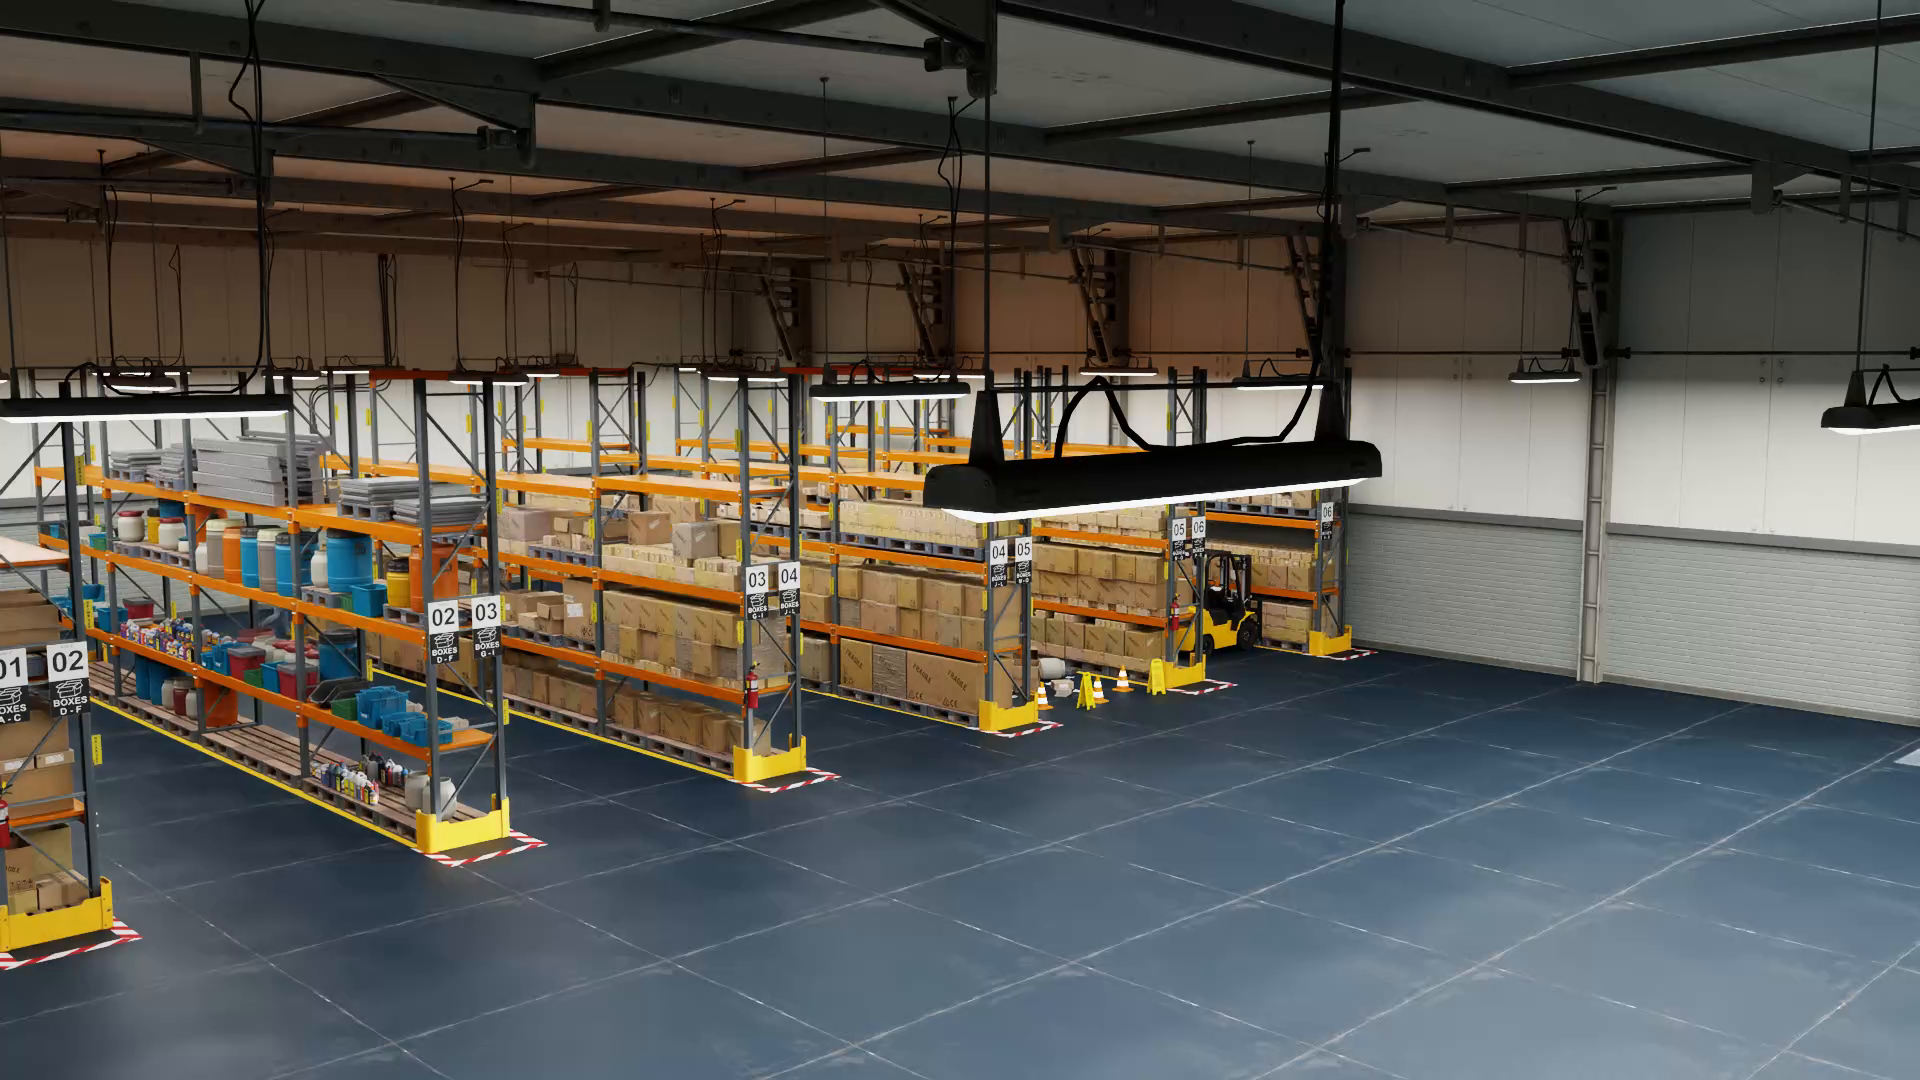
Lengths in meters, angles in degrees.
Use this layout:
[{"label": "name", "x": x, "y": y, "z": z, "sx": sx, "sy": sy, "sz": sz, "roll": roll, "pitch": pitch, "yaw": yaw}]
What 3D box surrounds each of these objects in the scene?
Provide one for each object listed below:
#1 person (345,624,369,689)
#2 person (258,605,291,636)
[{"label": "person", "x": -10.867, "y": 2.146, "z": 29.774, "sx": 0.892, "sy": 1.708, "sz": 0.575, "roll": 6, "pitch": 9, "yaw": 43}, {"label": "person", "x": -15.136, "y": 1.288, "z": 36.820, "sx": 0.961, "sy": 1.744, "sz": 0.712, "roll": -5, "pitch": 8, "yaw": -36}]
